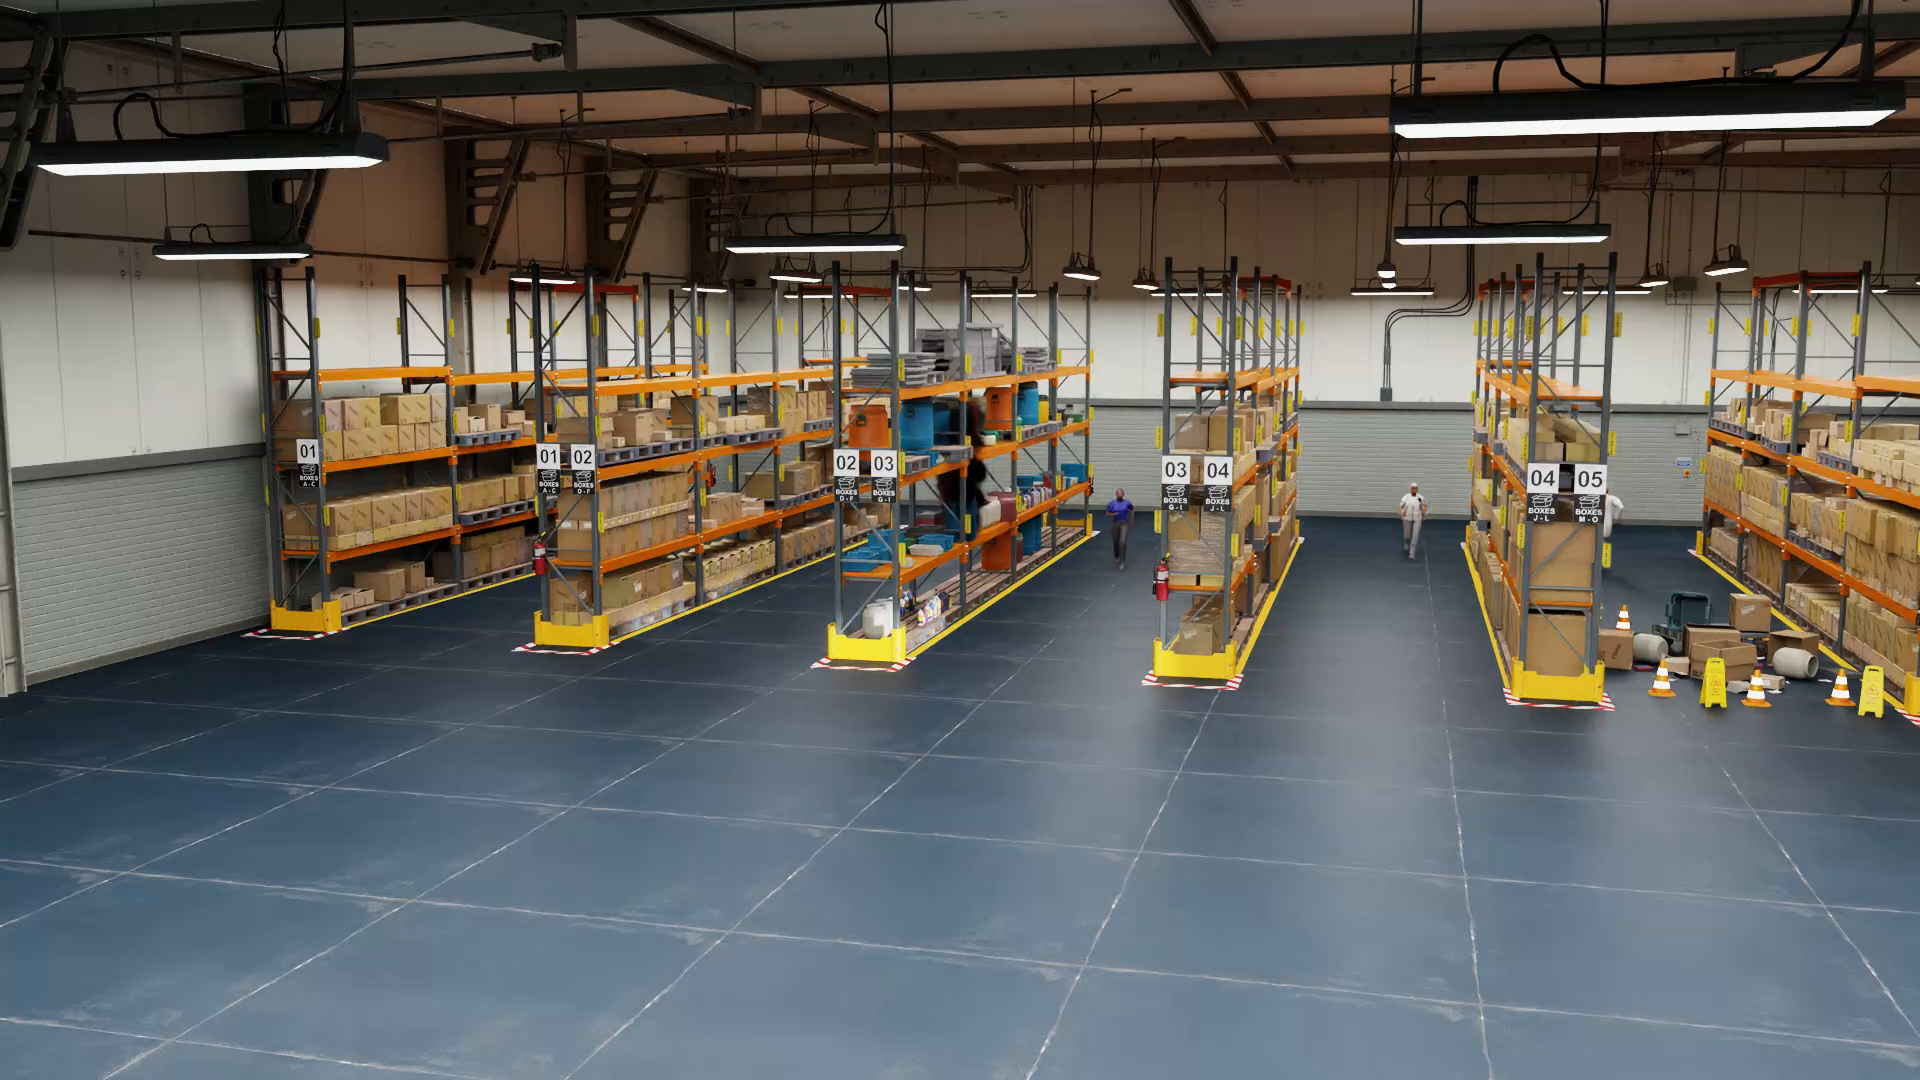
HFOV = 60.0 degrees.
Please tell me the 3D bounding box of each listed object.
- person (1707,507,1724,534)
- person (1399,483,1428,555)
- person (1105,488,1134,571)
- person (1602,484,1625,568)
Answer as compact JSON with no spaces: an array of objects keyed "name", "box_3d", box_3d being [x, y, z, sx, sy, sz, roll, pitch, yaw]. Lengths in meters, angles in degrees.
[{"name":"person","box_3d":[17.394,-0.654,38.097,0.672,1.726,0.689,5,9,32]},{"name":"person","box_3d":[9.953,-0.473,36.549,0.611,1.571,0.650,2,7,15]},{"name":"person","box_3d":[3.341,-0.250,34.831,0.595,1.685,0.871,1,7,8]},{"name":"person","box_3d":[13.363,-0.285,34.593,0.686,1.810,0.987,0,7,0]}]
